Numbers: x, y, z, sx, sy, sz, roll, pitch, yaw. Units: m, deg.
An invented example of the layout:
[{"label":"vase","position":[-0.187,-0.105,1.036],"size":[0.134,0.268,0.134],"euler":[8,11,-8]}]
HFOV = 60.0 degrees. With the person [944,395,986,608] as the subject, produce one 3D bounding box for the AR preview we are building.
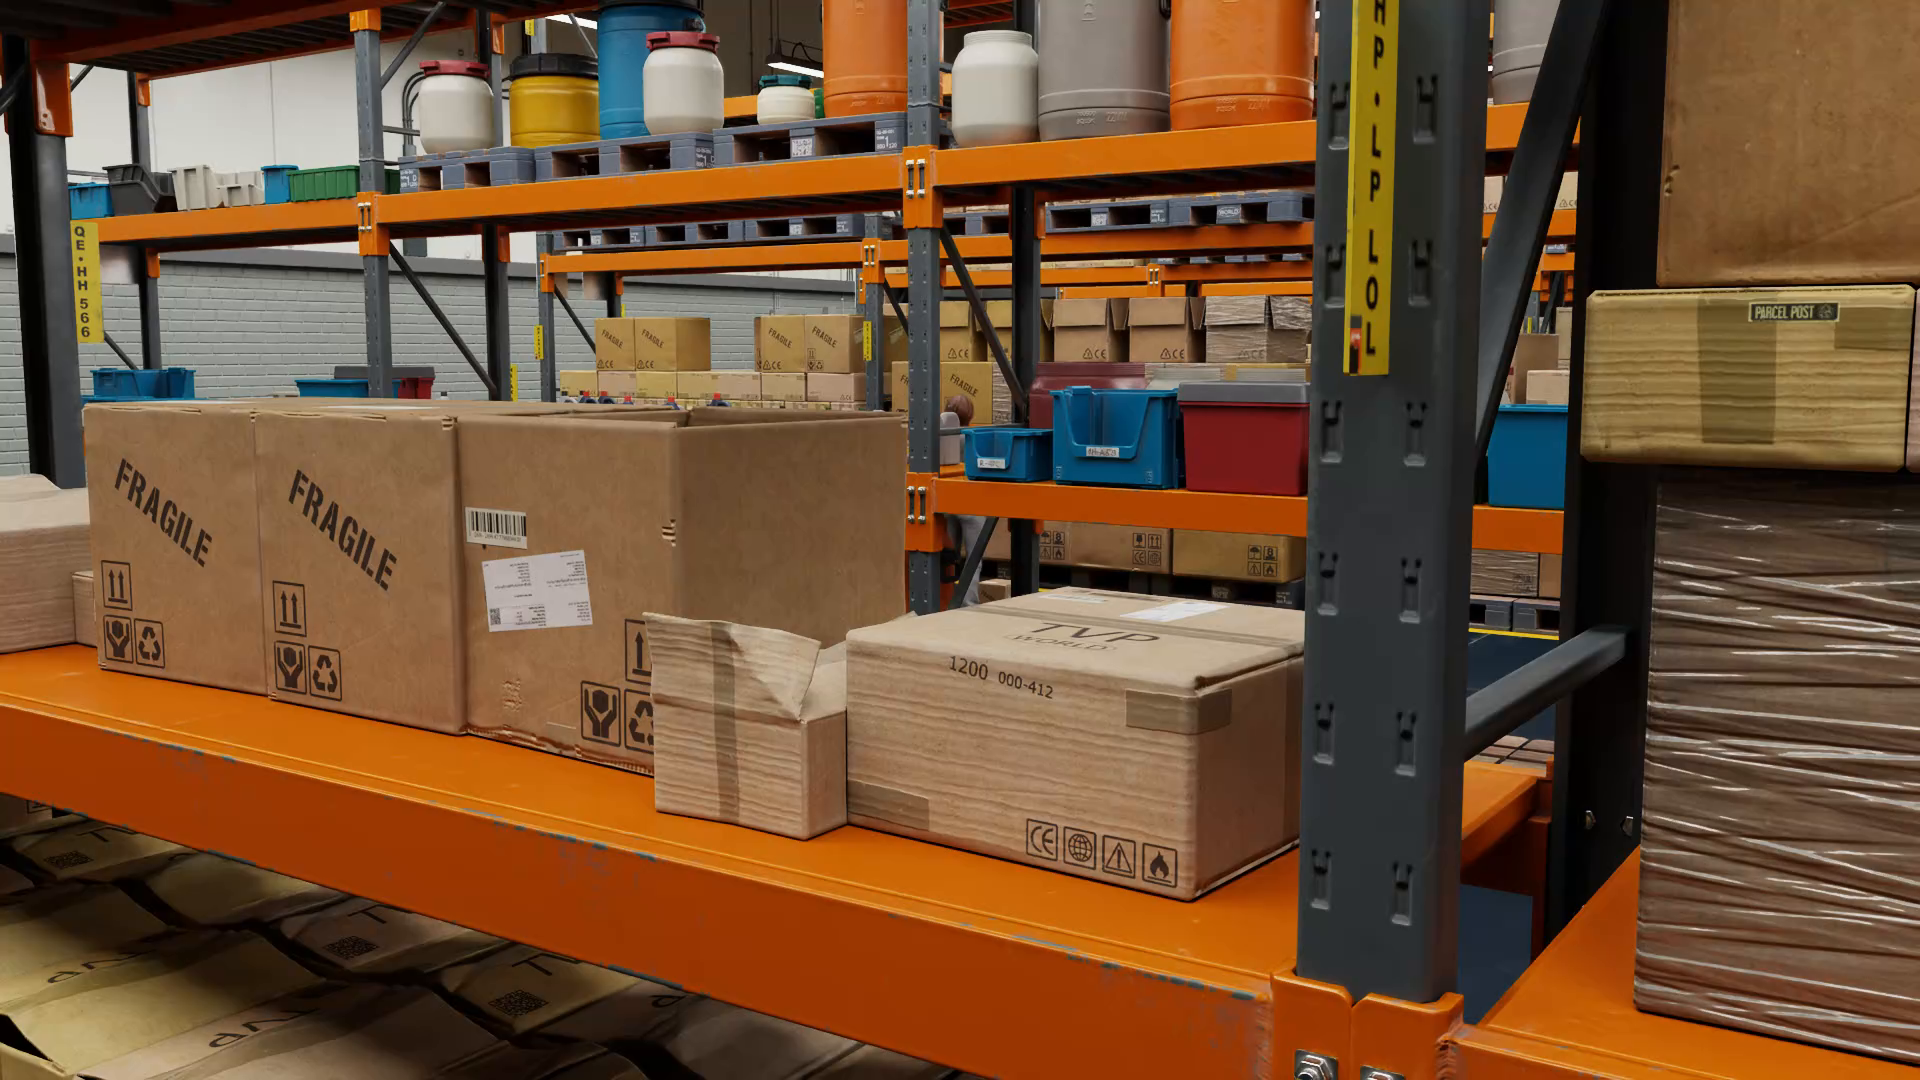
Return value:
[{"label":"person","position":[-0.002,-0.194,11.448],"size":[0.407,1.593,0.304],"euler":[5,8,35]}]
